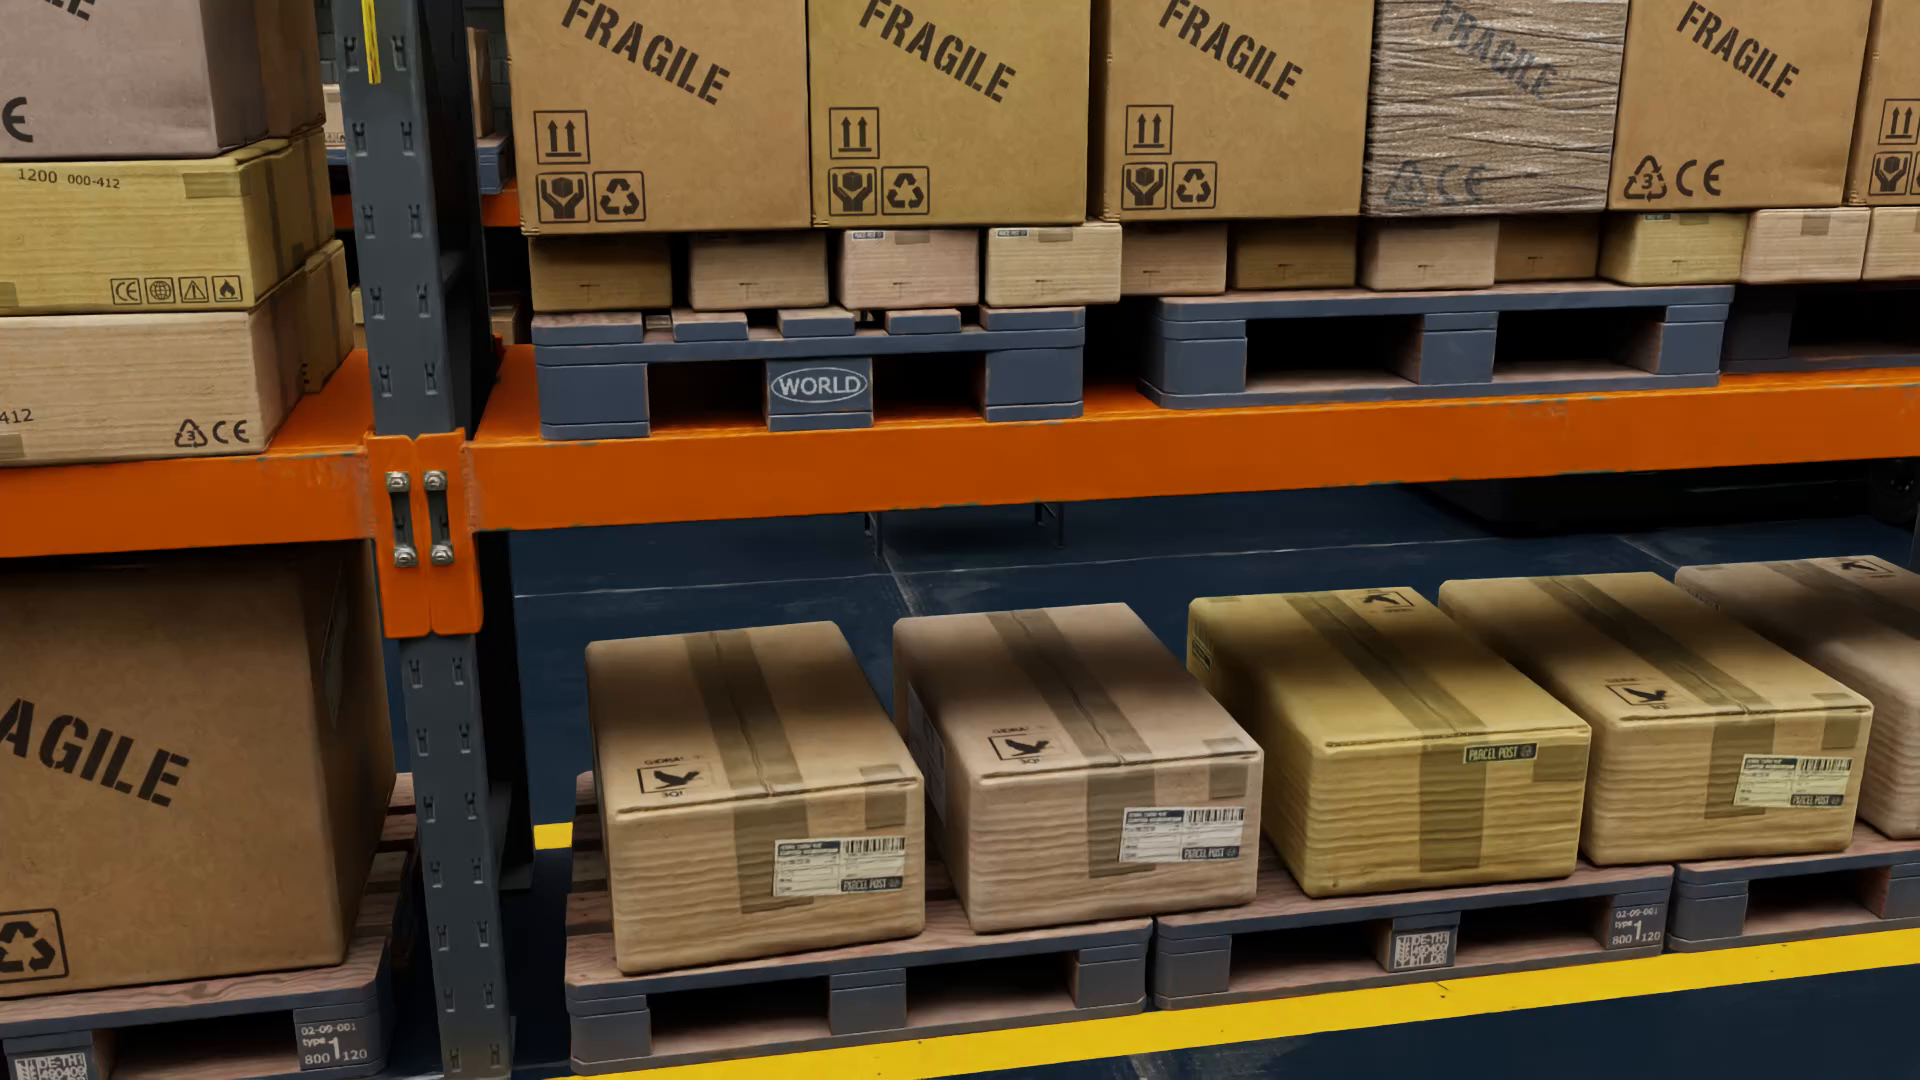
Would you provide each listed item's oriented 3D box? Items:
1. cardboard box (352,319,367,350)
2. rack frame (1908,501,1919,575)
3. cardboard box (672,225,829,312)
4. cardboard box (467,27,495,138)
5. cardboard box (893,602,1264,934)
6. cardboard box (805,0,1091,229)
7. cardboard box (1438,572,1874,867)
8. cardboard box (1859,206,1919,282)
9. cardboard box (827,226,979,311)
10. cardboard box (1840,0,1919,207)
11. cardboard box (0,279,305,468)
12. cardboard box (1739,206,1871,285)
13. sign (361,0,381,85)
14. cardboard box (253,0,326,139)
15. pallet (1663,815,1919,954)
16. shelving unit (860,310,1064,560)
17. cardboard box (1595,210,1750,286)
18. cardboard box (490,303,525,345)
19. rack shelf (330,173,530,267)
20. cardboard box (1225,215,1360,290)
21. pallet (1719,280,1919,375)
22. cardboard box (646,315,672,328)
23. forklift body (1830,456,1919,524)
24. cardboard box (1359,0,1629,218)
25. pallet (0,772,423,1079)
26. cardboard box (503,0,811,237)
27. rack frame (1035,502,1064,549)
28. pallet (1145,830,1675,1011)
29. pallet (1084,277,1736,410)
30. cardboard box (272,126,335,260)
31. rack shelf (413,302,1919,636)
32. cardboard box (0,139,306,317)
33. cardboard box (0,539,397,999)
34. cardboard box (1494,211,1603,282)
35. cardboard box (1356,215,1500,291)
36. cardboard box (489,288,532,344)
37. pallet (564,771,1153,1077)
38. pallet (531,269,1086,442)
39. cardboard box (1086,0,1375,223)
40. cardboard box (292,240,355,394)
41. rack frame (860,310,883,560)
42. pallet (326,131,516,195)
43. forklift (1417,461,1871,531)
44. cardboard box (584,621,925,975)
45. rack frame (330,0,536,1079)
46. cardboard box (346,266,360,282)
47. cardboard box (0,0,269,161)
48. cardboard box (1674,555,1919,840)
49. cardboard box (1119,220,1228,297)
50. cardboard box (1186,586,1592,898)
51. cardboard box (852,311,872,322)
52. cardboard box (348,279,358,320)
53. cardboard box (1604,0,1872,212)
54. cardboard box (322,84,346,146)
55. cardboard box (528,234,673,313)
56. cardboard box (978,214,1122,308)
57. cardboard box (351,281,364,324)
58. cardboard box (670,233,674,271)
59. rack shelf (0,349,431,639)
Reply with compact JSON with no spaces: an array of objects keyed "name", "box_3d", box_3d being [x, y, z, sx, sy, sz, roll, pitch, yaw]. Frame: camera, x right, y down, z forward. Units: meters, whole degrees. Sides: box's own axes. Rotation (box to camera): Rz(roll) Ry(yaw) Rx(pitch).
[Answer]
[{"name":"cardboard box","box_3d":[-2.861,-0.821,7.919,0.500,0.500,0.500,-4,17,-11]},{"name":"rack frame","box_3d":[2.880,-0.718,4.040,0.127,3.000,1.000,-3,17,-10]},{"name":"cardboard box","box_3d":[-0.409,-0.546,3.194,0.250,0.149,0.380,-4,18,-14]},{"name":"cardboard box","box_3d":[-2.528,-2.191,7.950,0.500,0.500,0.500,-2,17,-8]},{"name":"cardboard box","box_3d":[0.232,0.488,3.874,0.625,0.372,0.950,-4,17,-12]},{"name":"cardboard box","box_3d":[-0.052,-0.875,3.161,0.500,0.500,0.500,-2,17,-8]},{"name":"cardboard box","box_3d":[1.660,0.408,4.134,0.625,0.372,0.950,-2,17,-7]},{"name":"cardboard box","box_3d":[1.918,-0.656,3.552,0.250,0.149,0.380,-4,17,-11]},{"name":"cardboard box","box_3d":[-0.132,-0.548,3.201,0.250,0.149,0.380,-4,18,-14]},{"name":"cardboard box","box_3d":[1.983,-0.989,3.530,0.500,0.500,0.500,-3,17,-10]},{"name":"cardboard box","box_3d":[-1.495,-0.320,3.002,0.500,0.250,0.500,-4,17,-12]},{"name":"cardboard box","box_3d":[1.669,-0.641,3.502,0.250,0.149,0.380,-3,17,-10]},{"name":"sign","box_3d":[-0.939,-0.889,2.625,0.005,0.325,0.100,-3,17,-10]},{"name":"cardboard box","box_3d":[-1.578,-1.064,3.294,0.500,0.500,0.500,-4,17,-12]},{"name":"pallet","box_3d":[2.116,0.659,4.307,1.213,0.211,1.003,-3,17,-10]},{"name":"shelving unit","box_3d":[0.007,-0.717,6.593,0.755,1.500,0.431,-3,17,-10]},{"name":"cardboard box","box_3d":[1.423,-0.638,3.492,0.250,0.149,0.380,-3,17,-10]},{"name":"cardboard box","box_3d":[-2.367,-0.846,8.000,0.500,0.500,0.500,-3,17,-9]},{"name":"rack shelf","box_3d":[-3.957,-1.471,7.716,4.000,0.370,1.077,-3,17,-10]},{"name":"cardboard box","box_3d":[0.634,-0.621,3.436,0.250,0.149,0.380,-3,17,-8]},{"name":"pallet","box_3d":[2.102,-0.626,4.067,1.213,0.211,1.003,-3,17,-10]},{"name":"cardboard box","box_3d":[-1.378,-1.022,8.360,0.625,0.625,0.875,-3,17,-9]},{"name":"forklift body","box_3d":[4.346,-1.334,7.492,1.214,2.155,2.313,-3,17,-10]},{"name":"cardboard box","box_3d":[0.961,-0.932,3.347,0.500,0.500,0.500,-4,18,-13]},{"name":"pallet","box_3d":[-1.836,0.860,3.652,1.213,0.211,1.003,-3,17,-10]},{"name":"cardboard box","box_3d":[-0.562,-0.844,3.059,0.500,0.500,0.500,-4,17,-12]},{"name":"rack frame","box_3d":[0.366,-0.738,6.659,0.023,1.500,0.400,-3,17,-10]},{"name":"pallet","box_3d":[0.915,0.728,4.083,1.213,0.211,1.003,-3,17,-10]},{"name":"pallet","box_3d":[0.888,-0.526,3.741,1.213,0.211,1.003,-3,17,-10]},{"name":"cardboard box","box_3d":[-1.592,-0.705,3.404,0.500,0.250,0.500,-3,17,-11]},{"name":"rack shelf","box_3d":[0.916,-0.263,3.783,4.000,0.370,1.077,-3,17,-10]},{"name":"cardboard box","box_3d":[-1.475,-0.562,2.937,0.500,0.250,0.500,-3,17,-11]},{"name":"cardboard box","box_3d":[-1.742,0.334,3.518,0.875,0.875,0.875,-3,17,-11]},{"name":"cardboard box","box_3d":[1.144,-0.653,3.540,0.250,0.149,0.380,-4,17,-12]},{"name":"cardboard box","box_3d":[0.903,-0.616,3.422,0.250,0.149,0.380,-3,17,-9]},{"name":"cardboard box","box_3d":[-2.460,-0.989,8.465,0.500,0.500,0.500,-3,17,-8]},{"name":"pallet","box_3d":[-0.280,0.795,3.865,1.213,0.211,1.003,-3,17,-10]},{"name":"pallet","box_3d":[-0.368,-0.474,3.572,1.003,0.211,1.213,-3,17,-10]},{"name":"cardboard box","box_3d":[0.469,-0.907,3.263,0.500,0.500,0.500,-3,17,-10]},{"name":"cardboard box","box_3d":[-1.576,-0.469,3.484,0.500,0.250,0.500,-4,17,-11]},{"name":"rack frame","box_3d":[-0.353,-0.697,6.526,0.023,1.500,0.400,-3,17,-10]},{"name":"pallet","box_3d":[-2.645,-1.776,7.812,1.003,0.211,1.213,-3,17,-10]},{"name":"forklift","box_3d":[3.531,-1.650,7.190,3.031,2.935,1.130,-4,18,-13]},{"name":"cardboard box","box_3d":[-0.491,0.532,3.732,0.625,0.372,0.950,-4,18,-14]},{"name":"rack frame","box_3d":[-1.048,-0.495,3.315,0.127,3.000,1.000,-3,17,-10]},{"name":"cardboard box","box_3d":[-3.059,-1.259,8.238,0.250,0.149,0.380,-3,17,-10]},{"name":"cardboard box","box_3d":[-1.506,-0.917,2.814,0.500,0.500,0.500,-4,17,-12]},{"name":"cardboard box","box_3d":[2.365,0.367,4.267,0.625,0.372,0.950,-3,17,-10]},{"name":"cardboard box","box_3d":[0.364,-0.594,3.348,0.250,0.149,0.380,-2,17,-7]},{"name":"cardboard box","box_3d":[0.978,0.448,4.006,0.625,0.372,0.950,-3,17,-9]},{"name":"cardboard box","box_3d":[-0.738,-1.061,8.486,0.625,0.625,0.875,-3,17,-9]},{"name":"cardboard box","box_3d":[-2.959,-1.115,7.771,0.250,0.149,0.380,-4,17,-12]},{"name":"cardboard box","box_3d":[1.475,-0.962,3.442,0.500,0.500,0.500,-3,17,-9]},{"name":"cardboard box","box_3d":[-2.967,-1.903,7.438,0.500,0.250,0.500,-4,18,-13]},{"name":"cardboard box","box_3d":[-0.693,-0.540,3.175,0.250,0.149,0.380,-4,18,-14]},{"name":"cardboard box","box_3d":[0.142,-0.558,3.231,0.250,0.149,0.380,-3,17,-10]},{"name":"cardboard box","box_3d":[-2.692,-1.117,7.777,0.250,0.149,0.380,-4,18,-13]},{"name":"cardboard box","box_3d":[-0.521,-0.698,3.687,0.250,0.149,0.380,-3,17,-10]},{"name":"rack shelf","box_3d":[-3.011,-0.040,3.058,4.000,0.370,1.077,-3,17,-10]}]
